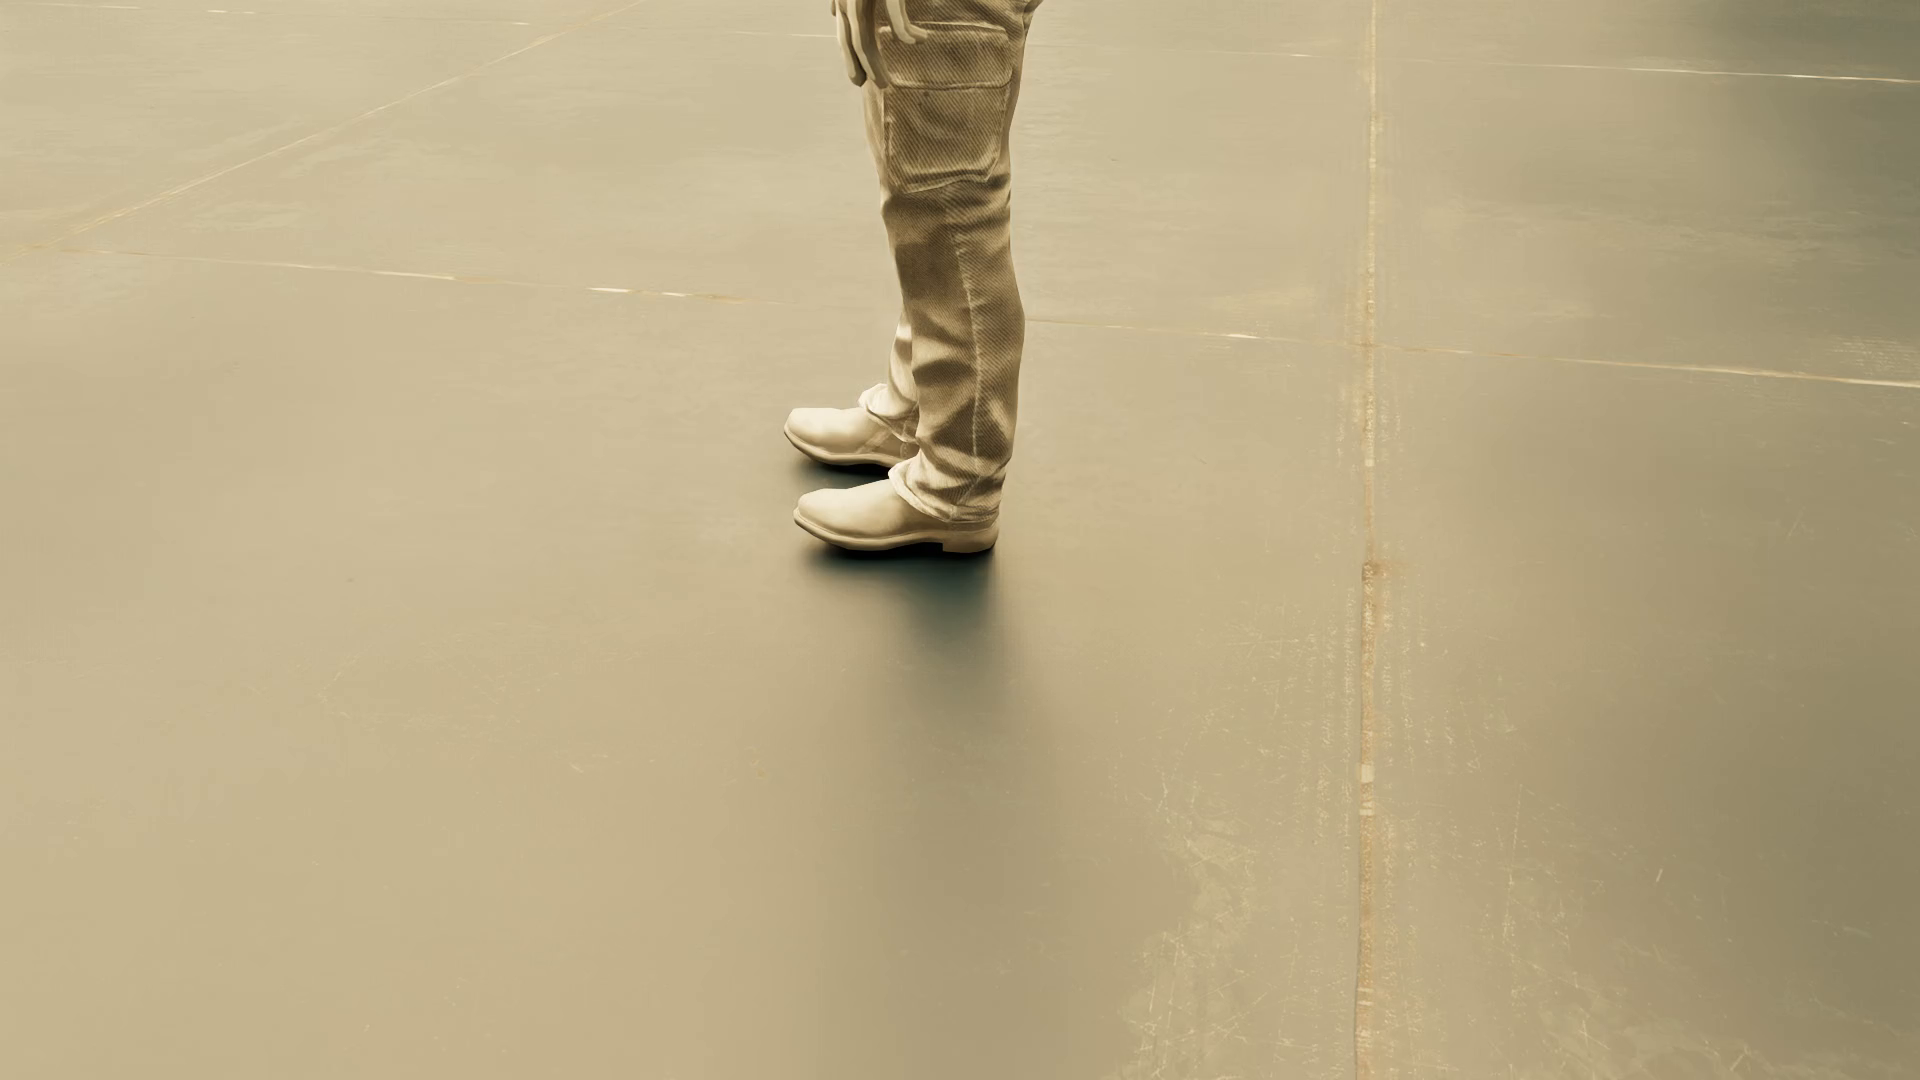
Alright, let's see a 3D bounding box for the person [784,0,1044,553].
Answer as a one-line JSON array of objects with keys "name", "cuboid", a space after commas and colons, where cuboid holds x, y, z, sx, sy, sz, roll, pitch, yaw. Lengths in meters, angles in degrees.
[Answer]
[{"name": "person", "cuboid": [-0.068, -0.814, 2.117, 0.577, 1.782, 0.656, 6, 27, 11]}]
